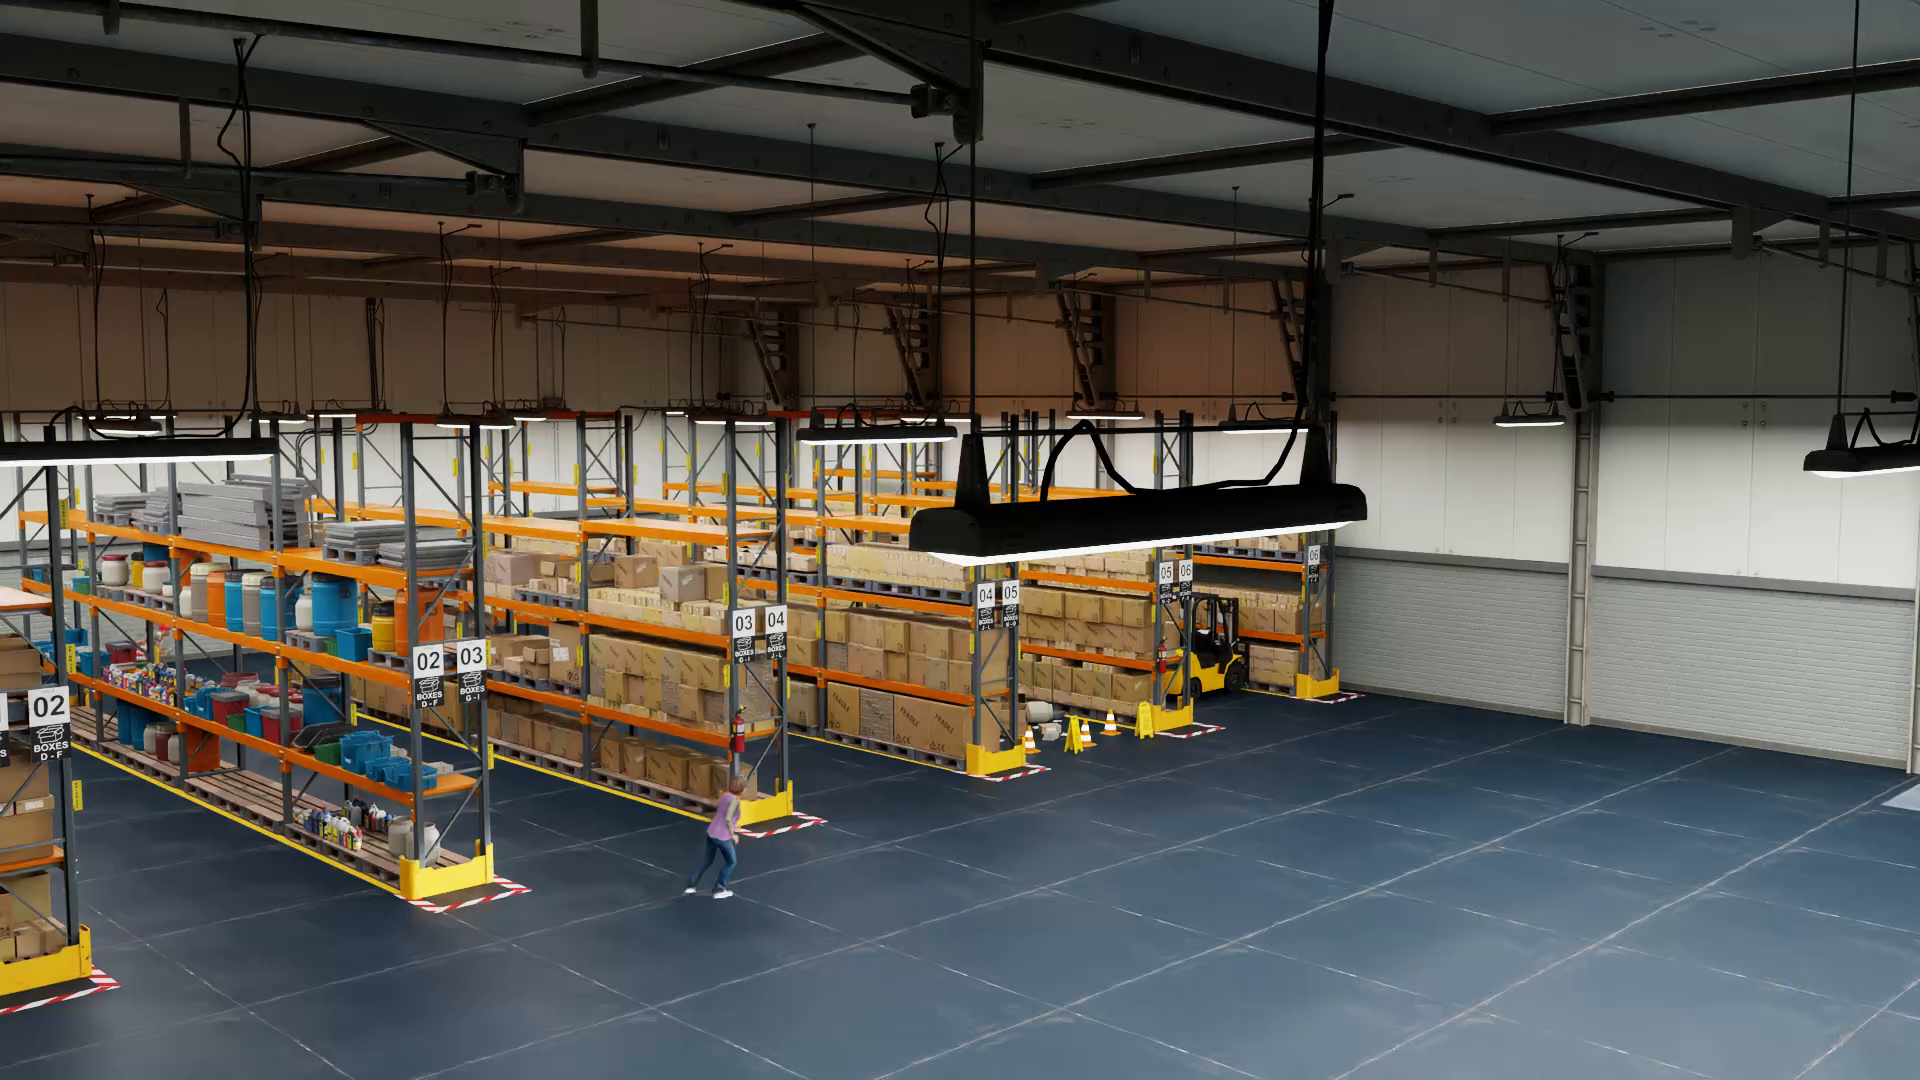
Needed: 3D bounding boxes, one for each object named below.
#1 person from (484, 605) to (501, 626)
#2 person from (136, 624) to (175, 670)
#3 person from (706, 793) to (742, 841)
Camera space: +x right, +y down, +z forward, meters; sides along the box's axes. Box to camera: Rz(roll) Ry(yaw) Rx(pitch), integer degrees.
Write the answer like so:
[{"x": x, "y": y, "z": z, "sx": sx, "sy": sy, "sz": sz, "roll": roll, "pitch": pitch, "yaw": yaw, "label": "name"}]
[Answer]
[{"x": -11.328, "y": 1.968, "z": 40.369, "sx": 0.650, "sy": 1.764, "sz": 0.751, "roll": 3, "pitch": 6, "yaw": 34, "label": "person"}, {"x": -16.933, "y": 2.510, "z": 34.814, "sx": 0.984, "sy": 1.489, "sz": 0.624, "roll": -2, "pitch": 5, "yaw": -23, "label": "person"}, {"x": -2.968, "y": 3.492, "z": 20.949, "sx": 0.421, "sy": 0.576, "sz": 0.504, "roll": -3, "pitch": 6, "yaw": -35, "label": "person"}]
